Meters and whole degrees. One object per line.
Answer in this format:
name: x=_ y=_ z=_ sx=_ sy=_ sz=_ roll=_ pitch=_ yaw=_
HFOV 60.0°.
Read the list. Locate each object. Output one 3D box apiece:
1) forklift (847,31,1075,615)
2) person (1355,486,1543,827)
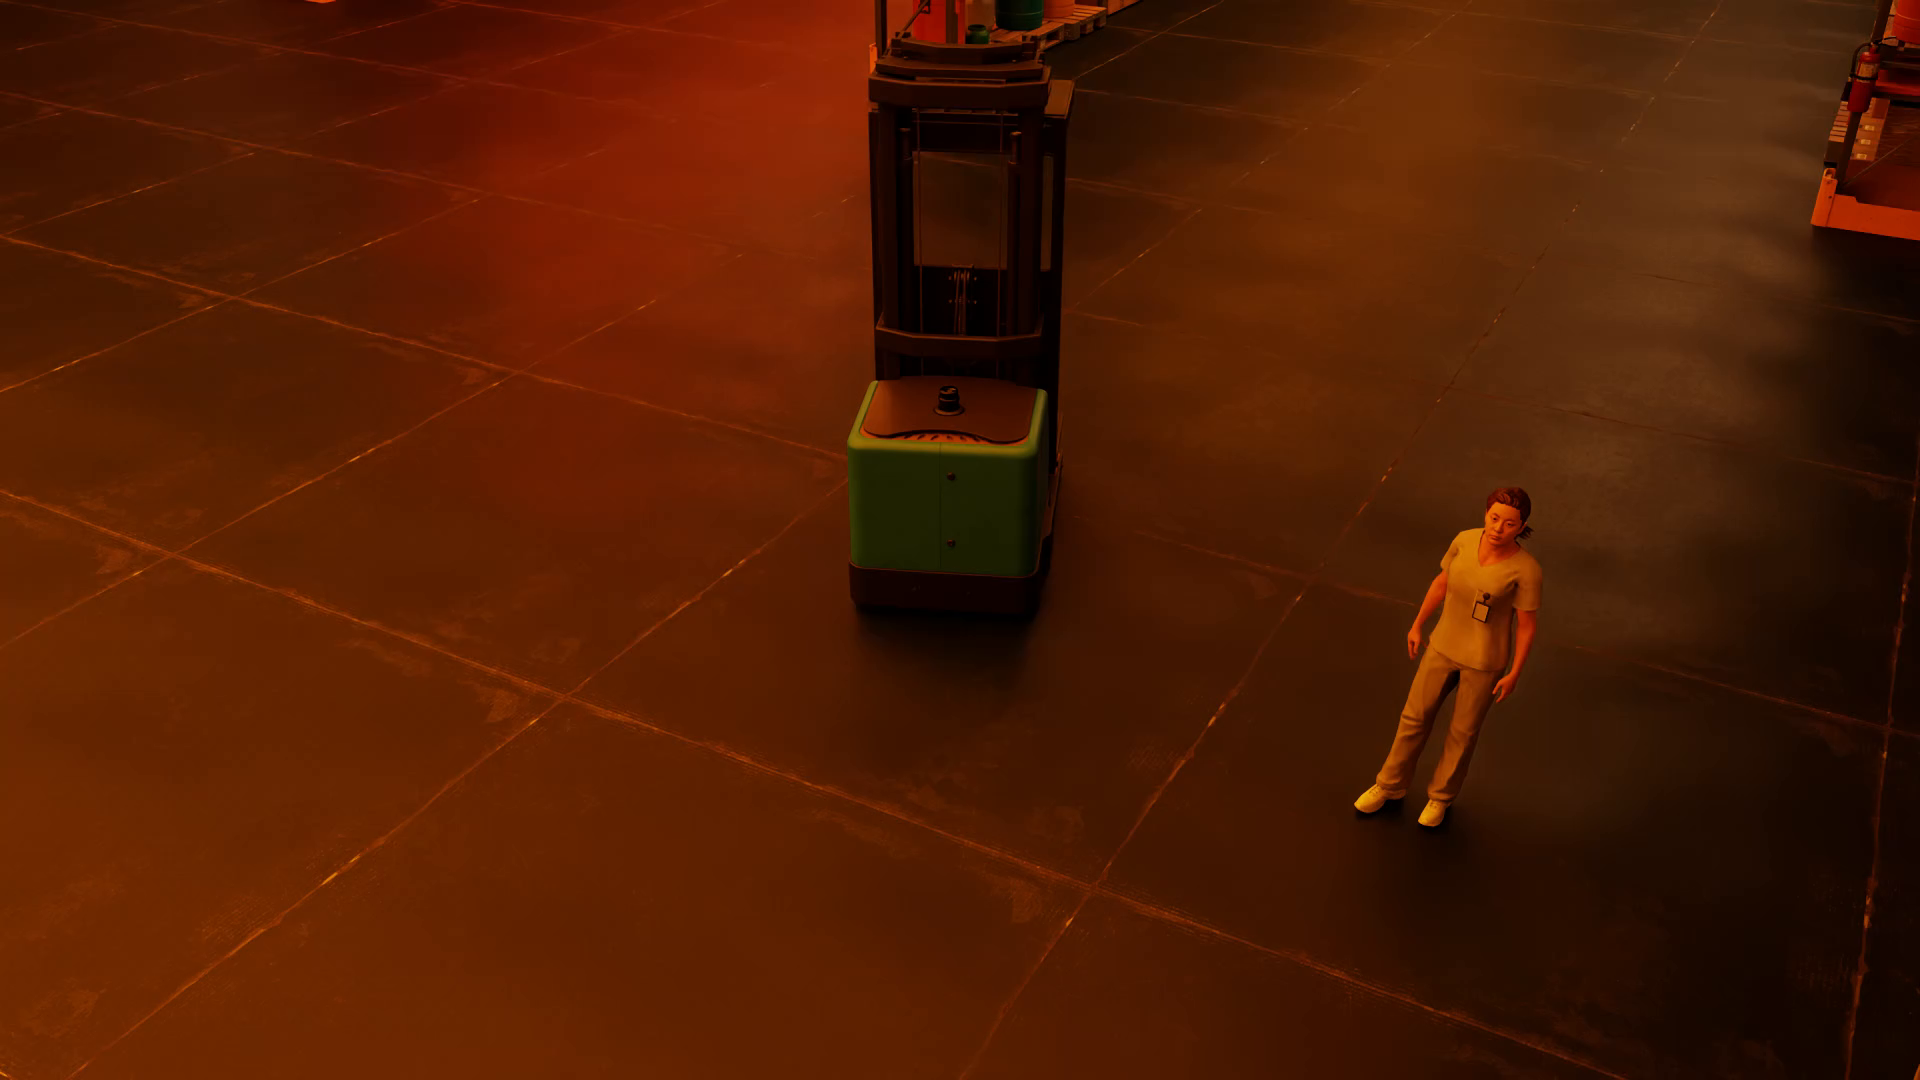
forklift: x=0.072 y=-1.572 z=9.794 sx=1.130 sy=2.935 sz=3.031 roll=3 pitch=30 yaw=6
person: x=2.213 y=0.546 z=7.386 sx=0.547 sy=1.654 sz=0.551 roll=25 pitch=39 yaw=37
